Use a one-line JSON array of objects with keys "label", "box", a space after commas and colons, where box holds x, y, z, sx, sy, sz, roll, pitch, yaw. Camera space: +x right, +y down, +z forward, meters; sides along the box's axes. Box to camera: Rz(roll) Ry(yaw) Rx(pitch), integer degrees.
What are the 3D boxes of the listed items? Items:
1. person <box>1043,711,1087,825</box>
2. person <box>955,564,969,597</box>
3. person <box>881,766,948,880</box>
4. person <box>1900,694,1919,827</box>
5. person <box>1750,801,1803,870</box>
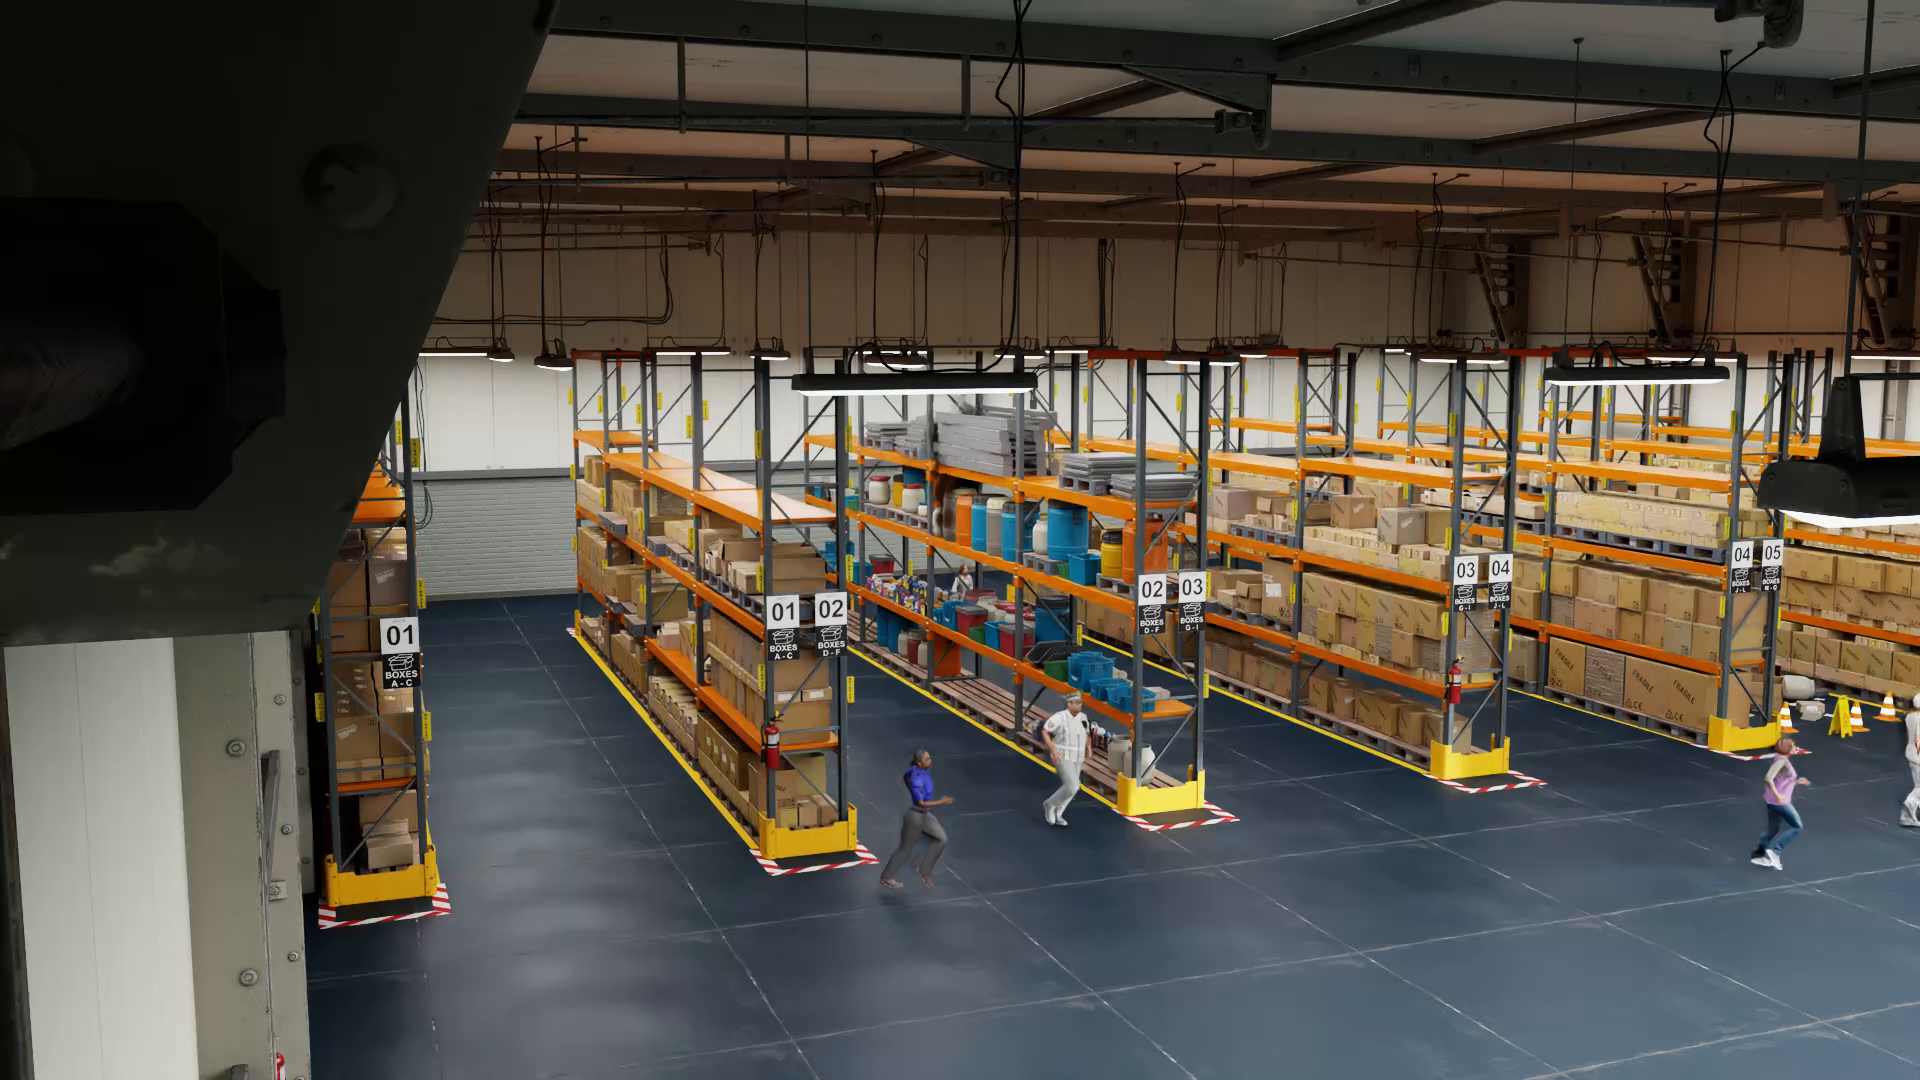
[{"label": "person", "box": [1.388, 2.940, 21.509, 0.610, 1.471, 0.398, -6, 9, -40]}, {"label": "person", "box": [0.084, 1.268, 34.579, 0.495, 1.549, 0.563, -4, 8, -29]}, {"label": "person", "box": [-0.517, 3.202, 18.889, 0.737, 1.324, 0.539, 1, 7, 12]}, {"label": "person", "box": [12.302, 2.817, 21.318, 0.407, 1.740, 0.650, 1, 7, 6]}, {"label": "person", "box": [9.687, 3.425, 19.734, 0.549, 0.932, 0.335, 2, 7, 13]}]
